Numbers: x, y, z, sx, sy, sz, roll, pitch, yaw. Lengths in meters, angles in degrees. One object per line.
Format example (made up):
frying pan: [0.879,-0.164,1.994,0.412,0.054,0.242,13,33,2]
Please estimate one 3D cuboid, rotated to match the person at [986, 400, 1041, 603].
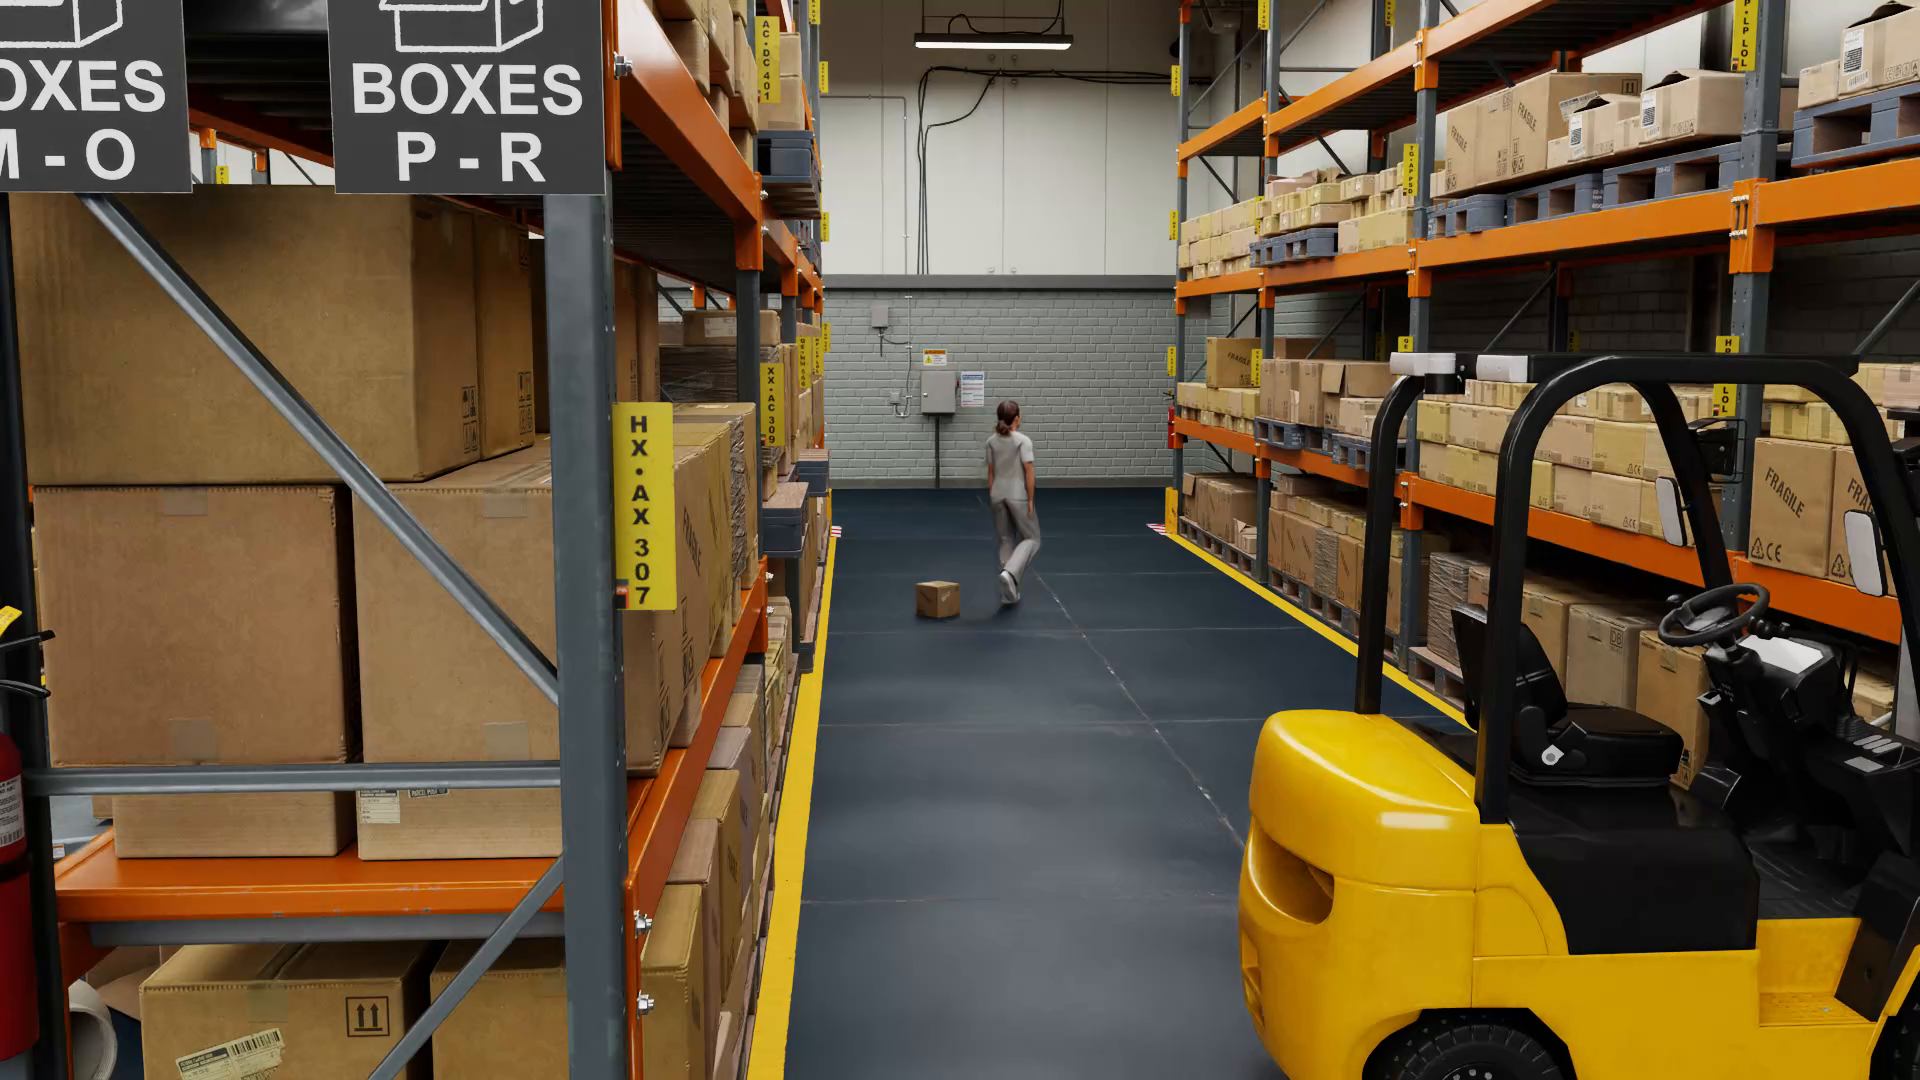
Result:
person: [0.398,-0.300,13.563,0.452,1.653,0.521,4,8,28]
